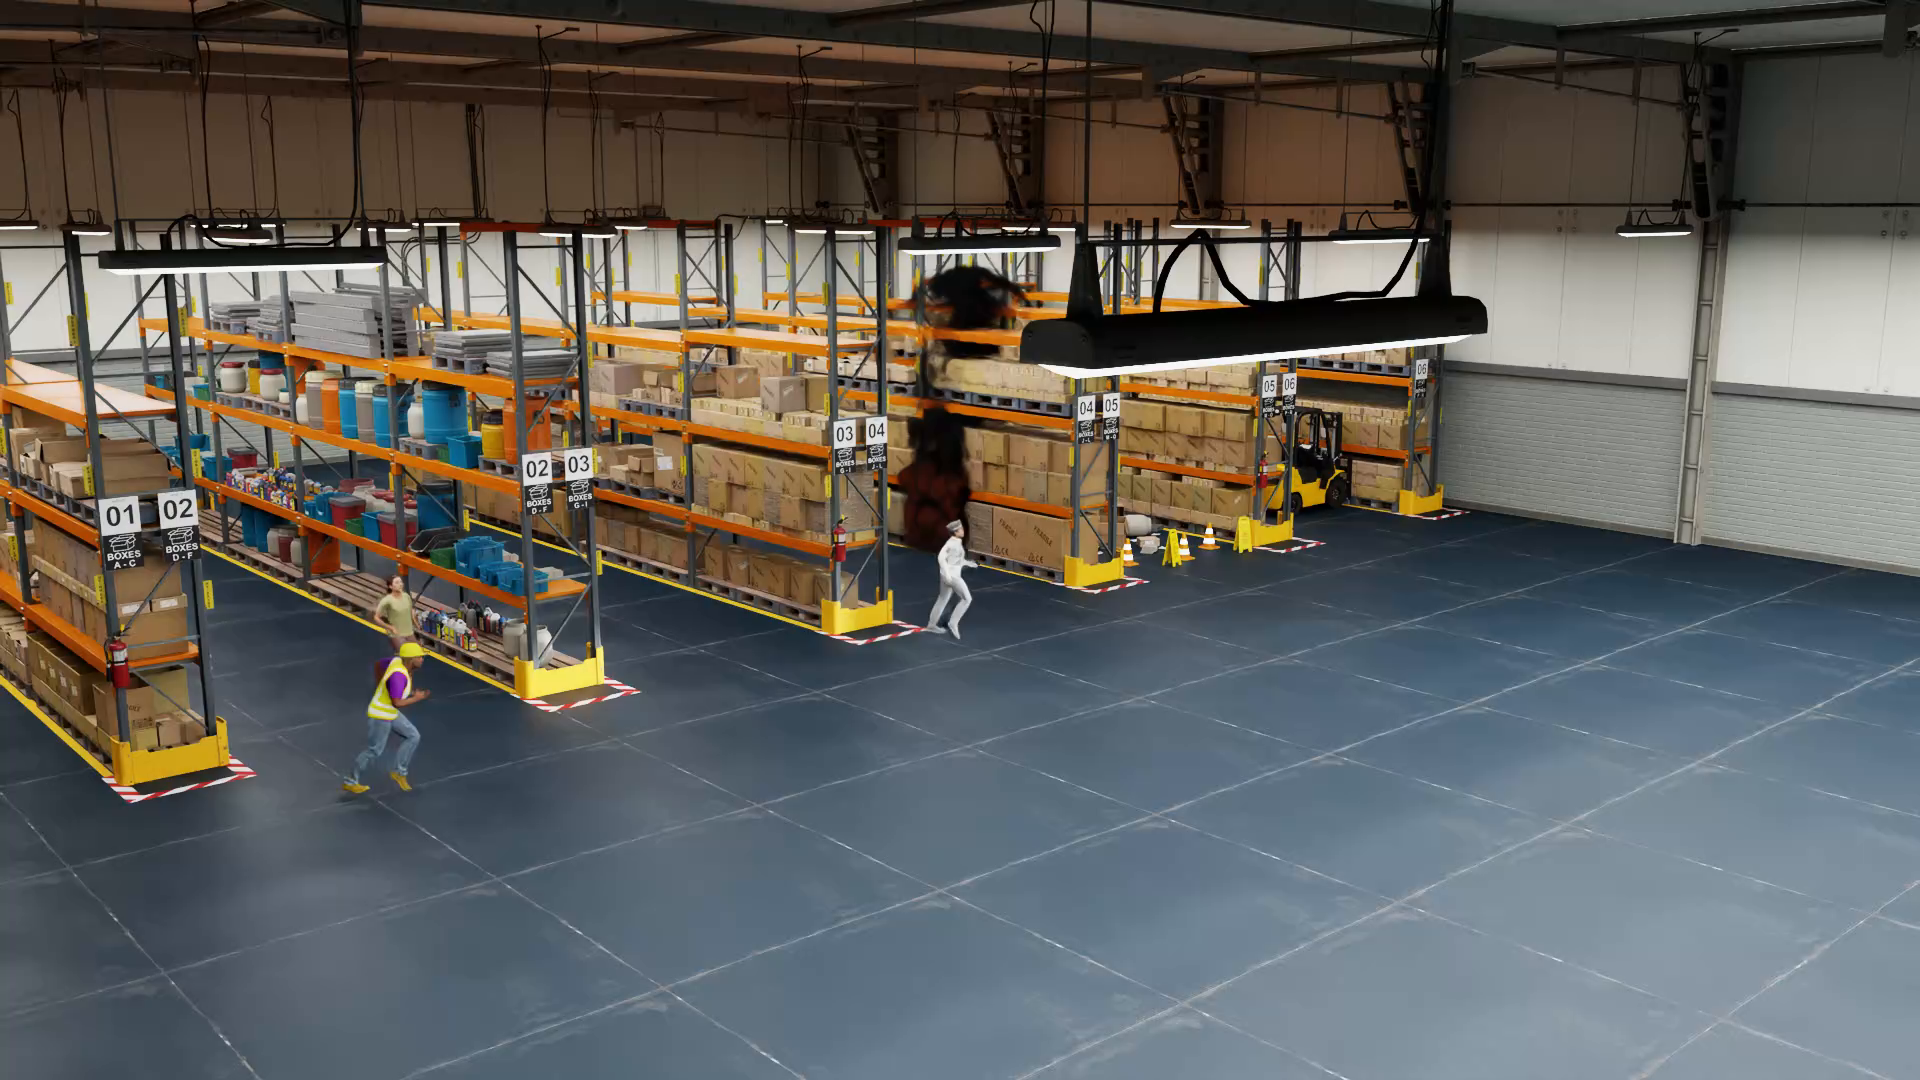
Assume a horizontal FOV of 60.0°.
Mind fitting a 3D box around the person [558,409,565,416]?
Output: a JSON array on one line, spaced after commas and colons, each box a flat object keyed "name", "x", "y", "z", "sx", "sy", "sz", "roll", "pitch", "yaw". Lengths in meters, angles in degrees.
[{"name": "person", "x": -9.223, "y": -2.194, "z": 38.456, "sx": 0.722, "sy": 1.686, "sz": 0.855, "roll": -4, "pitch": 12, "yaw": -19}]

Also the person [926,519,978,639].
[{"name": "person", "x": -0.116, "y": 0.554, "z": 23.754, "sx": 0.748, "sy": 1.725, "sz": 0.538, "roll": -1, "pitch": 11, "yaw": -5}]

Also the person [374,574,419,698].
[{"name": "person", "x": -7.315, "y": 1.234, "z": 21.641, "sx": 0.646, "sy": 1.621, "sz": 0.581, "roll": 8, "pitch": 14, "yaw": 33}]

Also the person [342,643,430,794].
[{"name": "person", "x": -6.247, "y": 1.956, "z": 18.074, "sx": 0.974, "sy": 1.699, "sz": 0.734, "roll": -3, "pitch": 12, "yaw": -15}]
